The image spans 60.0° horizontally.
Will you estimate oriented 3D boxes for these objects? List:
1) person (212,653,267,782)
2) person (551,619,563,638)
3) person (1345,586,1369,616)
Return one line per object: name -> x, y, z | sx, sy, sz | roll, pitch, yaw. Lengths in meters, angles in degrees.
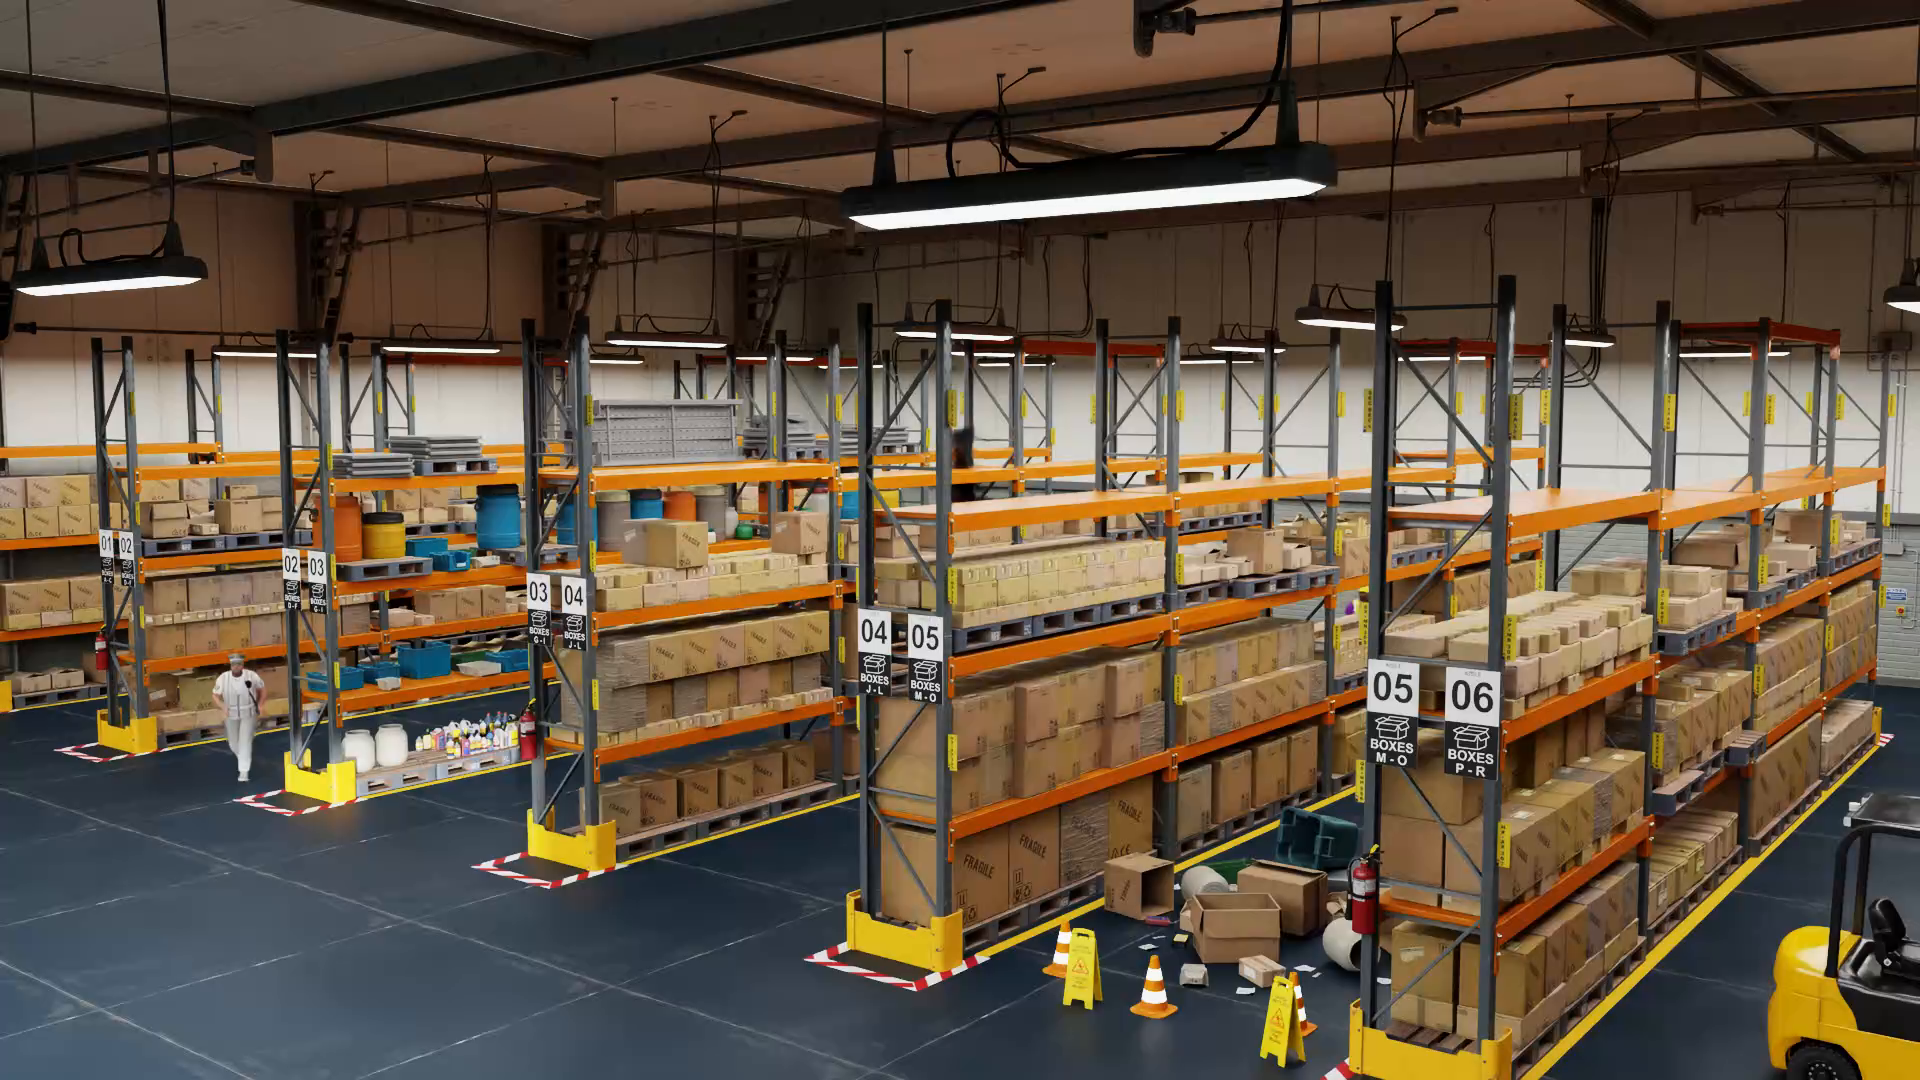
person -> -9.744, 2.351, 22.535 | 0.660, 1.734, 0.819 | -1, 5, -14
person -> -7.940, 1.463, 33.031 | 0.540, 1.666, 0.951 | 4, 6, 35
person -> 7.219, 1.699, 29.721 | 0.675, 1.823, 0.850 | 3, 6, 34
